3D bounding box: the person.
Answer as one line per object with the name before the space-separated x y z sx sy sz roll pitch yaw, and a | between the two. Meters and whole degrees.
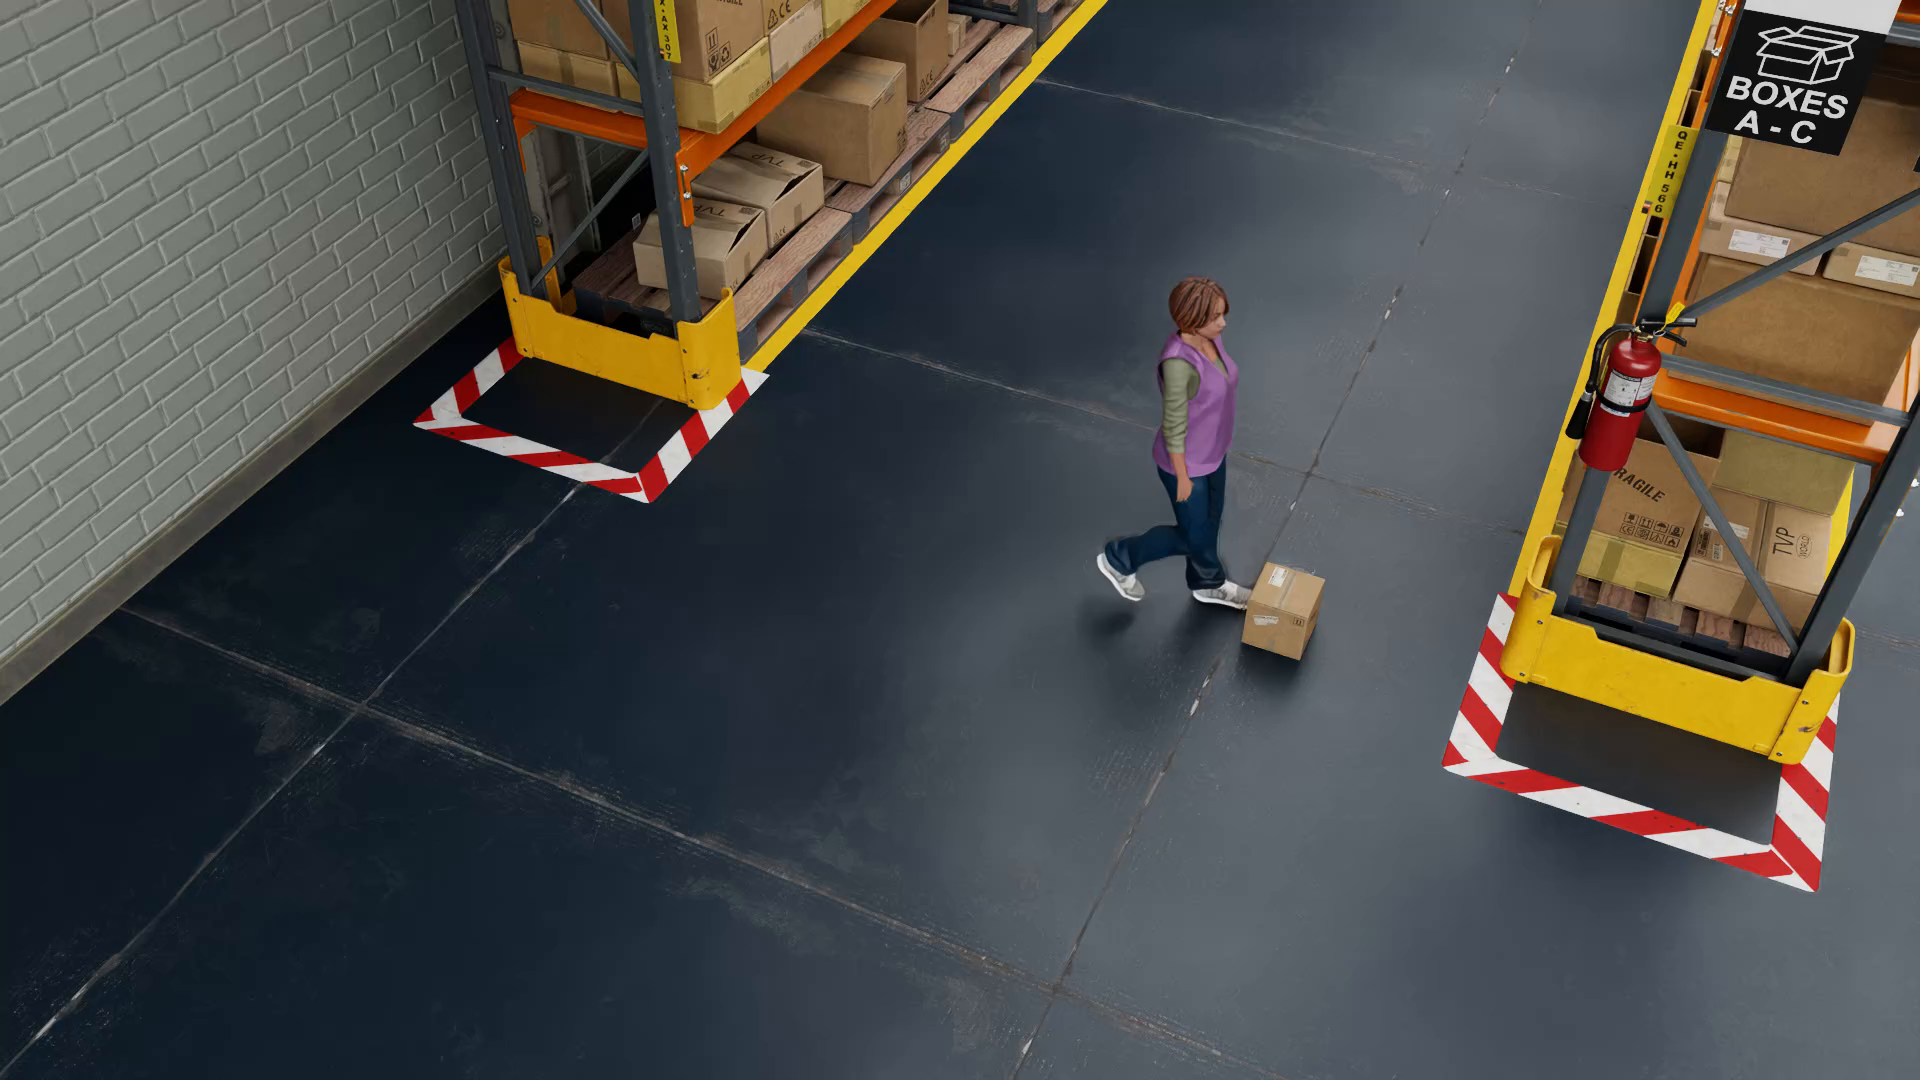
person | 0.918 -0.339 6.529 0.649 1.580 0.427 18 46 19
